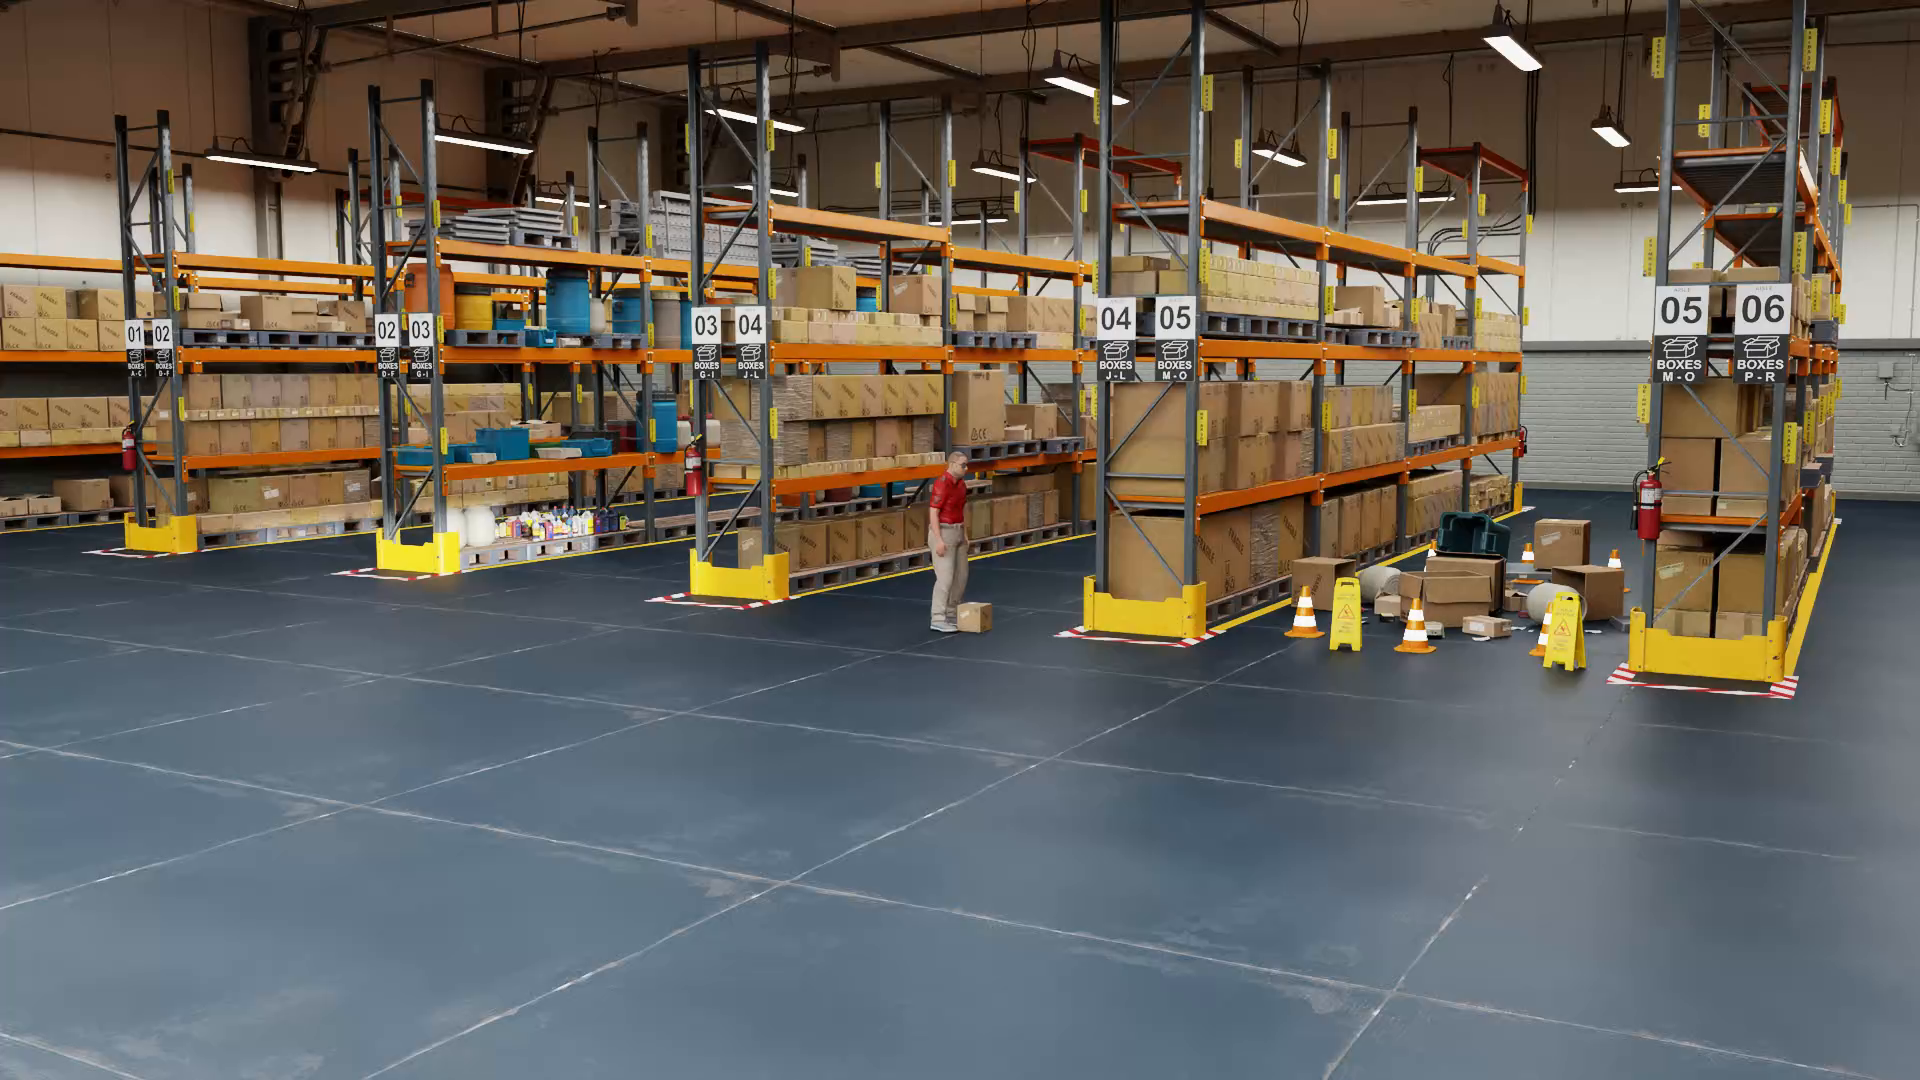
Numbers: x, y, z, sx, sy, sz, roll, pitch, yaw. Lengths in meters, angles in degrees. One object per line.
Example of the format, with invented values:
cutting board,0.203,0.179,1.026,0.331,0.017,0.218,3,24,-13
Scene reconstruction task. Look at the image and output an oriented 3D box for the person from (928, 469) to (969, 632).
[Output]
person,-0.089,0.089,16.187,0.394,1.552,0.568,3,7,28
